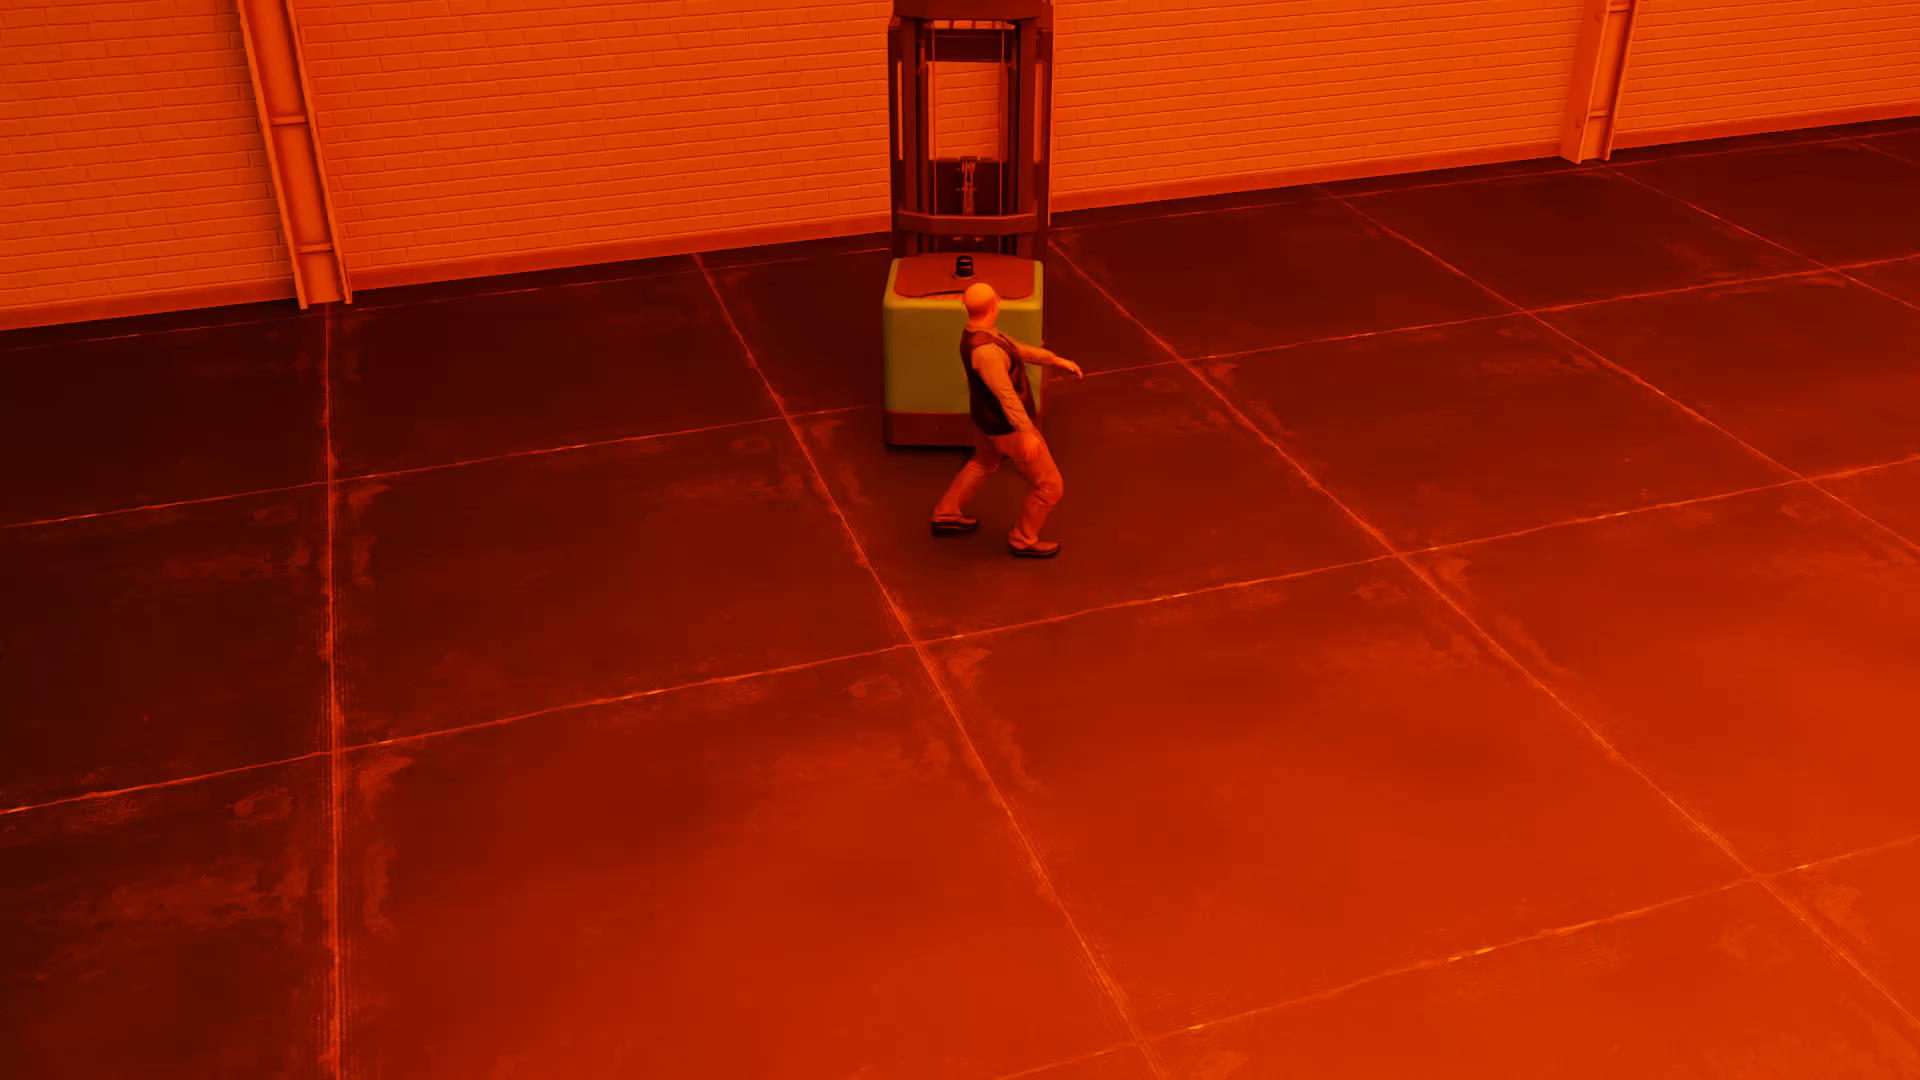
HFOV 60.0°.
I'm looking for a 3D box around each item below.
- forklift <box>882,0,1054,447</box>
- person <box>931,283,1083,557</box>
[{"bbox_3d":[0.080,-2.579,11.569,1.130,2.935,3.031,1,30,2],"label":"forklift"},{"bbox_3d":[0.318,-0.674,9.587,0.842,1.608,0.758,-11,32,-18],"label":"person"}]
